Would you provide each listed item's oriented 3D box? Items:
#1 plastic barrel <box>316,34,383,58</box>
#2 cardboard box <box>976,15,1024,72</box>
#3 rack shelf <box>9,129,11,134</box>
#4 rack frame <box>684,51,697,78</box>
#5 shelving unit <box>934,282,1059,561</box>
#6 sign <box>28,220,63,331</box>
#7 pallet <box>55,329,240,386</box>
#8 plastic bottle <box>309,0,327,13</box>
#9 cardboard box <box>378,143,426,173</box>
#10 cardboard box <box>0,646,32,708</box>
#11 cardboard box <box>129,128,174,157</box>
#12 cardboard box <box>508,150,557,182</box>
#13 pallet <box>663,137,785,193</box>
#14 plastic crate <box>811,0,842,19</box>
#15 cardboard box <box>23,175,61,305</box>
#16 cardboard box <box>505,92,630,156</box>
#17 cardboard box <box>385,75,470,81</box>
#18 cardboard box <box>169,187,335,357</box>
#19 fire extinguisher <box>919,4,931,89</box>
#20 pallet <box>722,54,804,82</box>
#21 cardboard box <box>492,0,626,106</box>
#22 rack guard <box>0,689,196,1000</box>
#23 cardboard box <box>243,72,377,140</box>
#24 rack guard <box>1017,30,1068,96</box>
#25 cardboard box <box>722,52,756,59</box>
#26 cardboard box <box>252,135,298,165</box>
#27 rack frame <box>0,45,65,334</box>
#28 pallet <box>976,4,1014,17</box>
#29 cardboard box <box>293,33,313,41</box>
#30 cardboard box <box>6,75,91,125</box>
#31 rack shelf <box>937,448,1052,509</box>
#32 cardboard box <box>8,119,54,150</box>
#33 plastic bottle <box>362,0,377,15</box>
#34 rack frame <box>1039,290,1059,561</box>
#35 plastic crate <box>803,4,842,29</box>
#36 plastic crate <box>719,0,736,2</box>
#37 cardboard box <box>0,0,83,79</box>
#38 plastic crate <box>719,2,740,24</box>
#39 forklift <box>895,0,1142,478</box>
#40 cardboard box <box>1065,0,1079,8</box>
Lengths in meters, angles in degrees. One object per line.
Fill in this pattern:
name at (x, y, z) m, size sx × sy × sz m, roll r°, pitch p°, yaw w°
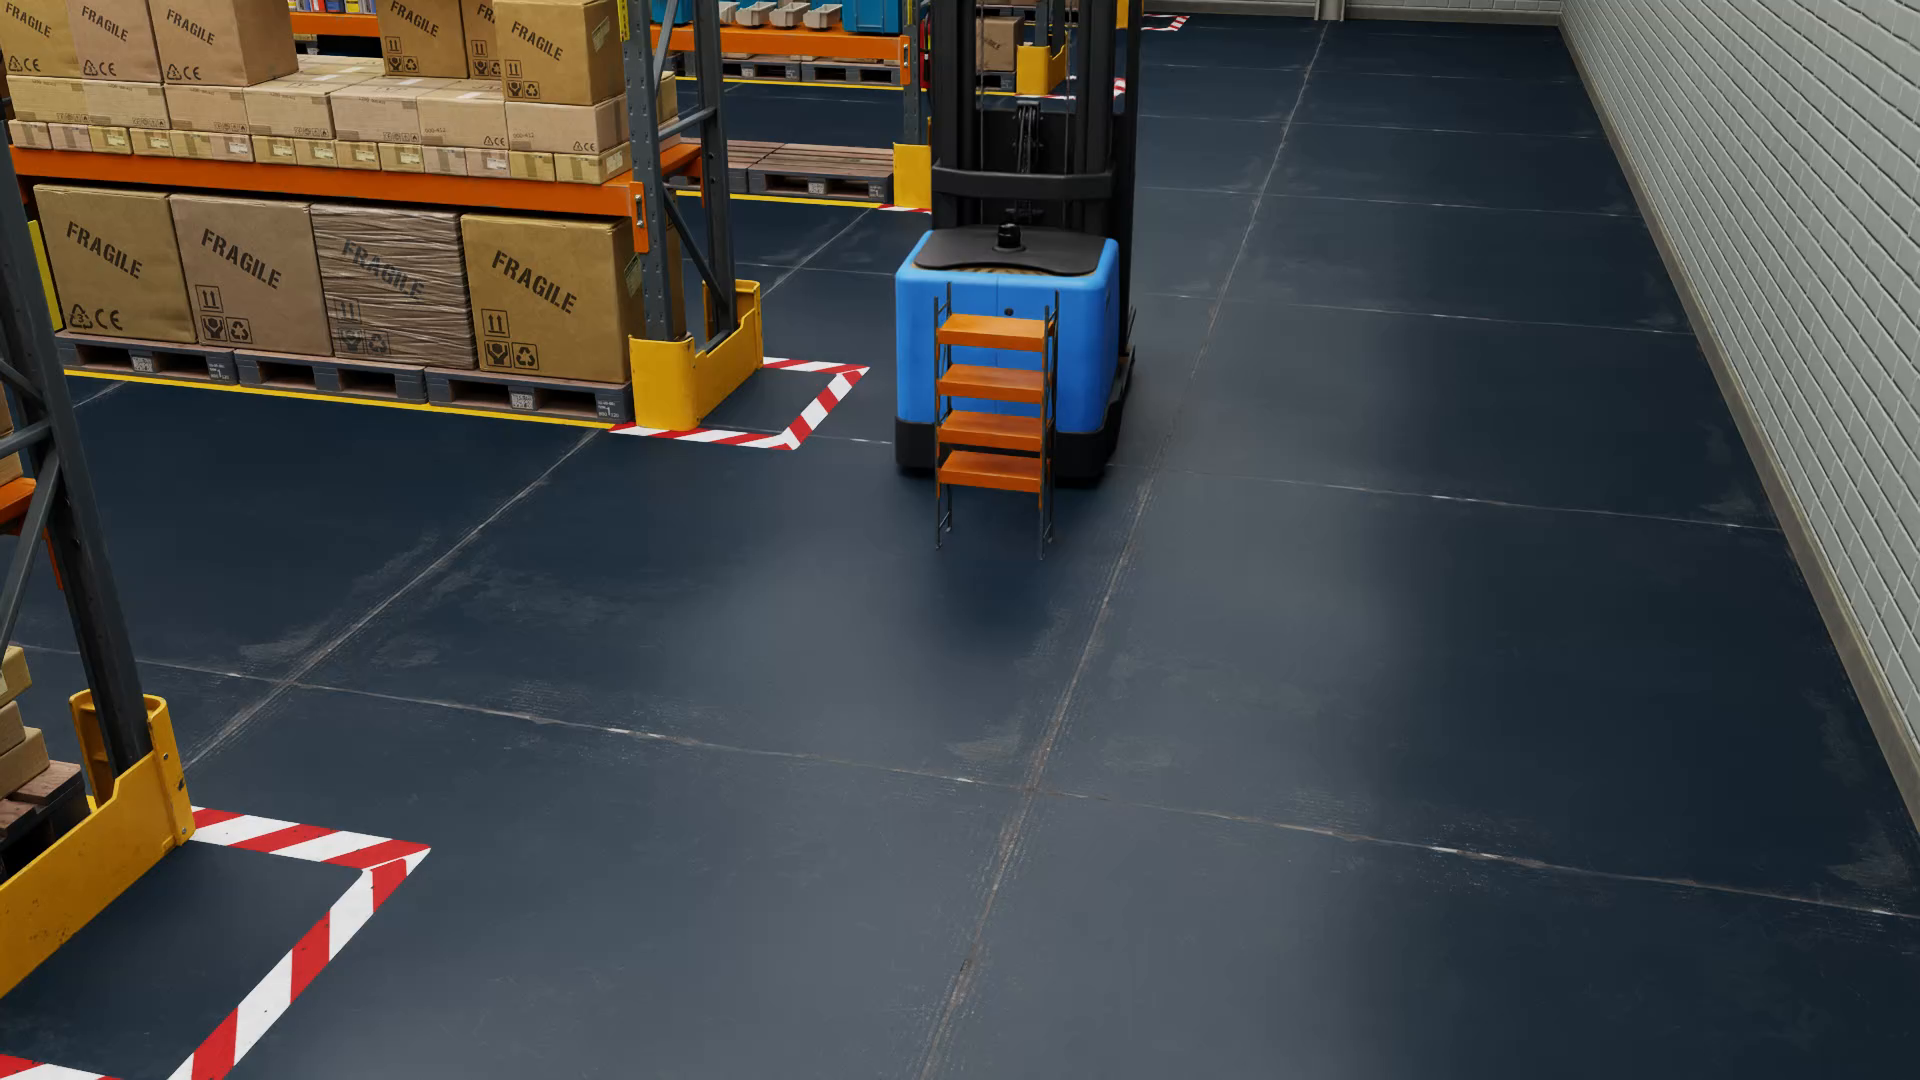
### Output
plastic barrel at (-5.344, -4.072, 14.766) m, size 0.708 × 0.901 × 0.600 m, roll 6°, pitch 26°, yaw 13°
cardboard box at (0.388, -5.348, 17.890) m, size 0.500 × 0.500 × 0.500 m, roll 6°, pitch 26°, yaw 13°
rack shelf at (-7.306, -2.516, 10.382) m, size 4.000 × 0.370 × 1.077 m, roll 6°, pitch 26°, yaw 13°
rack frame at (-2.898, -6.751, 18.440) m, size 0.127 × 3.000 × 1.000 m, roll 6°, pitch 26°, yaw 13°
shelving unit at (0.160, -0.524, 7.455) m, size 0.503 × 1.200 × 0.258 m, roll 6°, pitch 26°, yaw 13°
sign at (-2.693, -0.761, 4.852) m, size 0.005 × 0.325 × 0.100 m, roll 6°, pitch 26°, yaw 13°
pallet at (-4.652, -1.254, 10.138) m, size 1.213 × 0.211 × 1.003 m, roll 6°, pitch 26°, yaw 13°
plastic bottle at (-5.440, -4.634, 14.137) m, size 0.135 × 0.276 × 0.152 m, roll 6°, pitch 26°, yaw 13°
cardboard box at (-2.911, -2.095, 8.953) m, size 0.250 × 0.149 × 0.380 m, roll 6°, pitch 26°, yaw 12°
cardboard box at (-3.251, 0.487, 5.374) m, size 0.250 × 0.149 × 0.380 m, roll 5°, pitch 26°, yaw 11°
cardboard box at (-4.400, -2.260, 9.299) m, size 0.250 × 0.149 × 0.380 m, roll 6°, pitch 26°, yaw 12°
cardboard box at (-2.174, -2.013, 8.782) m, size 0.250 × 0.149 × 0.380 m, roll 7°, pitch 26°, yaw 14°
pallet at (-2.228, -3.237, 14.305) m, size 1.213 × 0.211 × 1.003 m, roll 6°, pitch 26°, yaw 13°
plastic crate at (-1.056, -4.446, 13.724) m, size 0.300 × 0.233 × 0.416 m, roll 6°, pitch 26°, yaw 13°
cardboard box at (-5.994, -1.917, 10.271) m, size 0.875 × 0.875 × 1.225 m, roll 6°, pitch 26°, yaw 13°
cardboard box at (-2.030, -2.207, 8.724) m, size 0.500 × 0.250 × 0.500 m, roll 6°, pitch 26°, yaw 12°
cardboard box at (-2.883, -2.537, 9.418) m, size 0.500 × 0.250 × 0.500 m, roll 5°, pitch 26°, yaw 11°
cardboard box at (-3.878, -1.657, 9.724) m, size 0.875 × 0.875 × 0.875 m, roll 6°, pitch 26°, yaw 13°
fire extinguisher at (-0.228, -3.852, 12.875) m, size 0.183 × 0.674 × 0.296 m, roll 6°, pitch 26°, yaw 13°
pallet at (-2.233, -5.417, 18.884) m, size 1.213 × 0.211 × 1.003 m, roll 6°, pitch 26°, yaw 13°
cardboard box at (-2.032, -2.546, 8.565) m, size 0.500 × 0.500 × 0.500 m, roll 7°, pitch 26°, yaw 14°
rack guard at (-2.902, 0.976, 5.118) m, size 0.348 × 0.500 × 1.175 m, roll 6°, pitch 26°, yaw 13°
cardboard box at (-3.520, -2.370, 9.066) m, size 0.500 × 0.250 × 0.500 m, roll 6°, pitch 26°, yaw 13°
rack guard at (0.902, -5.202, 18.095) m, size 0.348 × 0.500 × 1.175 m, roll 6°, pitch 26°, yaw 13°
cardboard box at (-2.545, -5.600, 18.639) m, size 0.500 × 0.311 × 0.500 m, roll 6°, pitch 26°, yaw 13°
cardboard box at (-3.655, -2.177, 9.125) m, size 0.250 × 0.149 × 0.380 m, roll 6°, pitch 26°, yaw 11°
rack frame at (-5.369, -2.627, 9.778) m, size 0.127 × 3.000 × 1.000 m, roll 6°, pitch 26°, yaw 13°
pallet at (0.234, -7.310, 22.860) m, size 1.213 × 0.211 × 1.003 m, roll 6°, pitch 26°, yaw 13°
cardboard box at (-7.842, -6.135, 19.858) m, size 0.500 × 0.250 × 0.500 m, roll 6°, pitch 26°, yaw 12°
cardboard box at (-4.979, -2.534, 9.412) m, size 0.500 × 0.250 × 0.500 m, roll 6°, pitch 26°, yaw 12°
rack shelf at (0.160, -0.284, 7.569) m, size 0.480 × 0.148 × 0.258 m, roll 6°, pitch 26°, yaw 13°
cardboard box at (-5.165, -2.343, 9.475) m, size 0.250 × 0.149 × 0.380 m, roll 6°, pitch 26°, yaw 13°
plastic bottle at (-4.951, -4.580, 14.024) m, size 0.135 × 0.276 × 0.152 m, roll 6°, pitch 26°, yaw 13°
rack frame at (0.397, -0.498, 7.400) m, size 0.015 × 1.200 × 0.240 m, roll 6°, pitch 26°, yaw 13°
plastic crate at (-1.096, -4.181, 13.278) m, size 0.243 × 0.136 × 0.396 m, roll 6°, pitch 26°, yaw 13°
plastic crate at (-1.984, -4.549, 13.940) m, size 0.300 × 0.233 × 0.416 m, roll 6°, pitch 26°, yaw 13°
cardboard box at (-4.969, -2.874, 9.254) m, size 0.500 × 0.500 × 0.500 m, roll 6°, pitch 26°, yaw 13°
plastic crate at (-1.940, -4.261, 13.448) m, size 0.250 × 0.136 × 0.298 m, roll 6°, pitch 26°, yaw 13°
forklift at (0.430, -2.235, 9.035) m, size 1.130 × 2.935 × 3.031 m, roll 4°, pitch 26°, yaw 9°
cardboard box at (1.503, -7.479, 22.390) m, size 0.500 × 0.500 × 0.700 m, roll 6°, pitch 26°, yaw 13°
